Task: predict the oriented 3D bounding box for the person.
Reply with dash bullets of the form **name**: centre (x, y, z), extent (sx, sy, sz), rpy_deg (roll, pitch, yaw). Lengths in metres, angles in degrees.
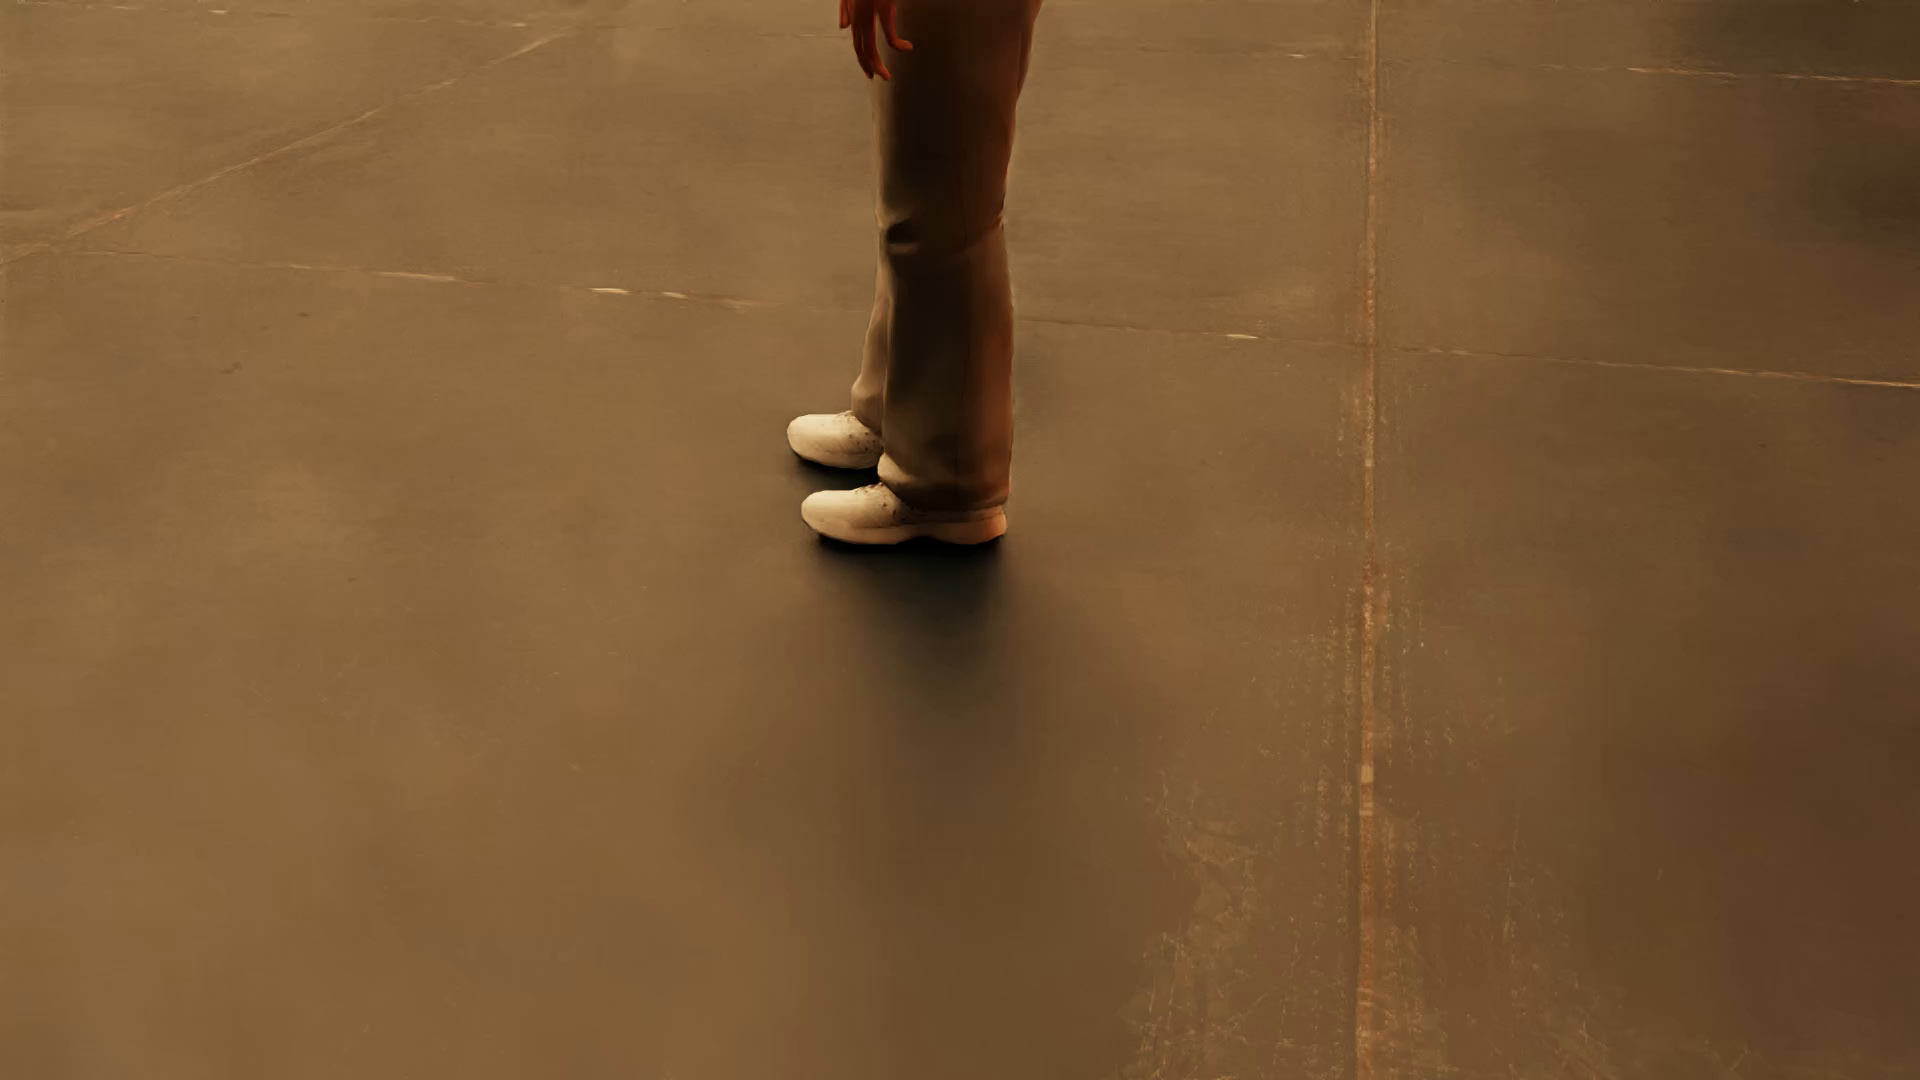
- **person**: centre (-0.080, -0.764, 2.150), extent (0.526, 1.663, 0.550), rpy_deg (6, 27, 11)
